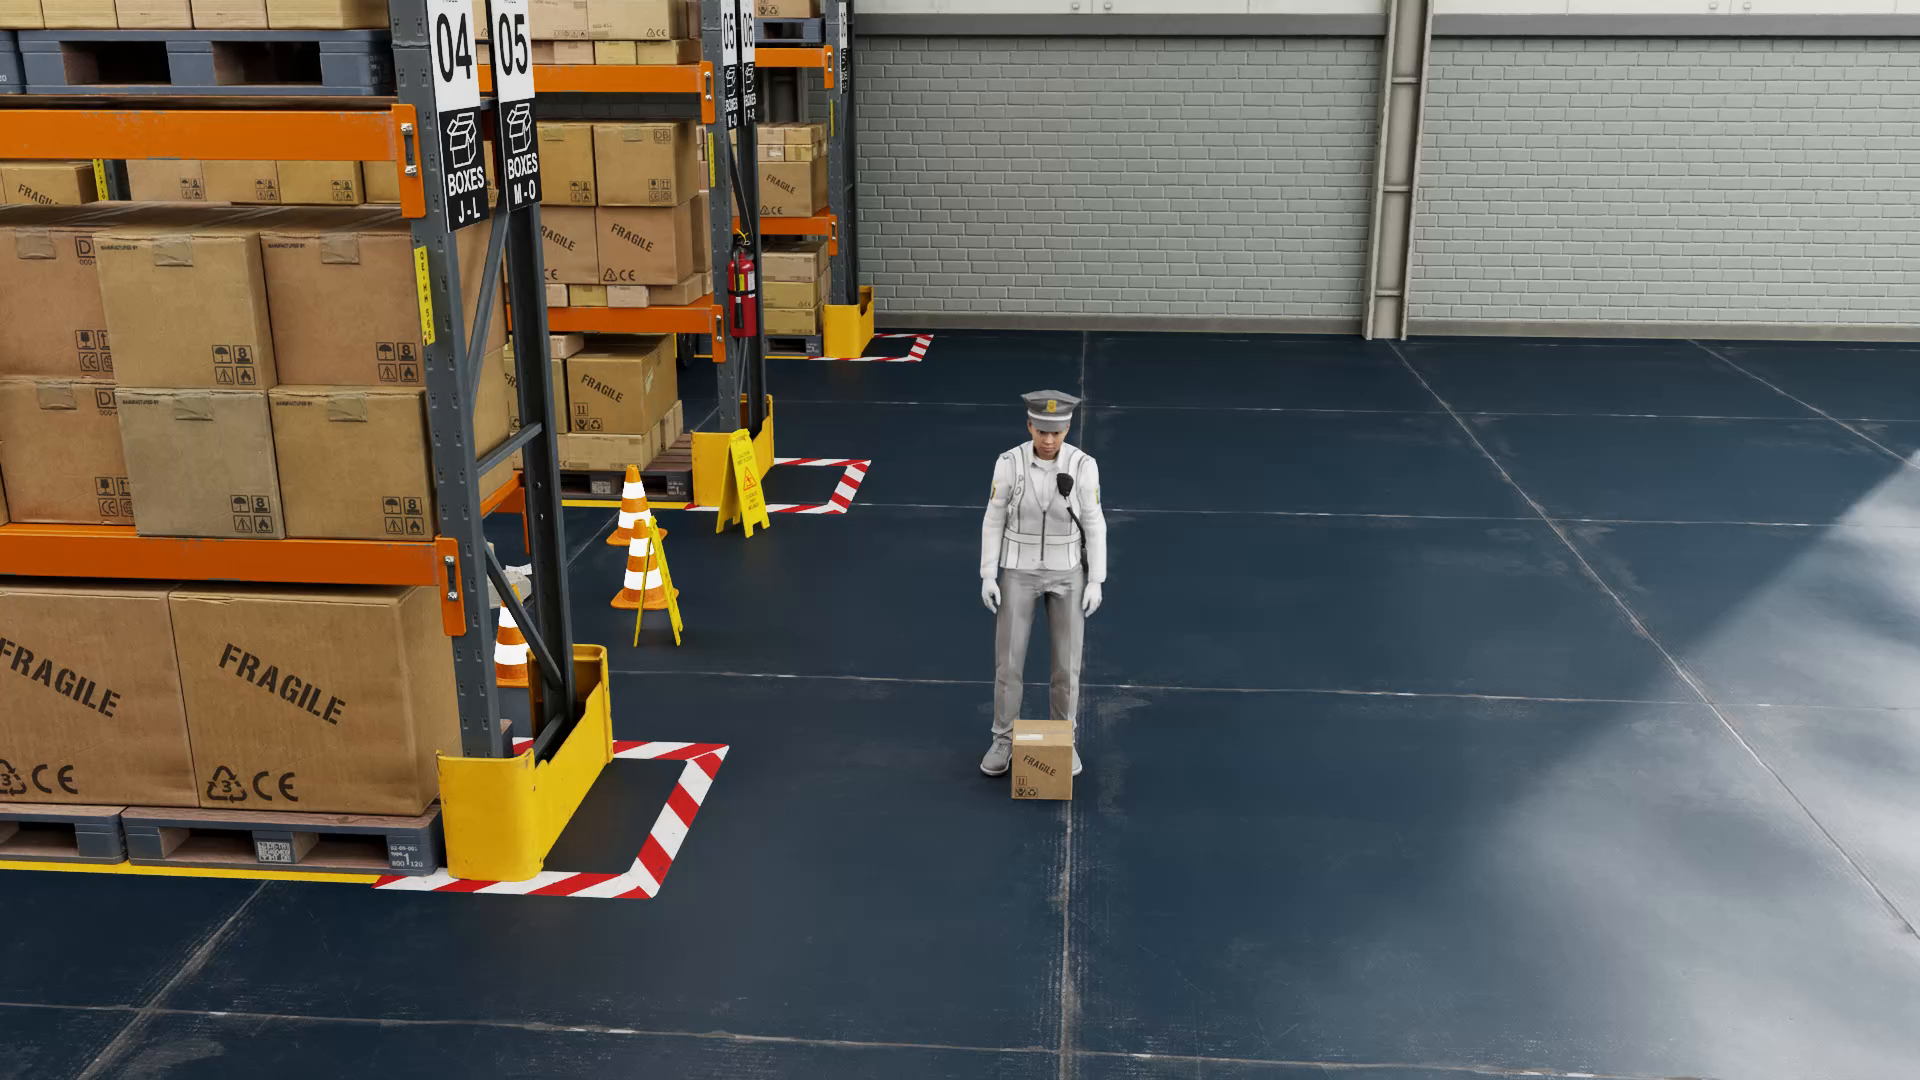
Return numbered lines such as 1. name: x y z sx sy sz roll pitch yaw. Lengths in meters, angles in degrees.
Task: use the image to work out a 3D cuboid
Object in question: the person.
1. person: 0.348 0.175 6.995 0.527 1.662 0.376 1 18 4
